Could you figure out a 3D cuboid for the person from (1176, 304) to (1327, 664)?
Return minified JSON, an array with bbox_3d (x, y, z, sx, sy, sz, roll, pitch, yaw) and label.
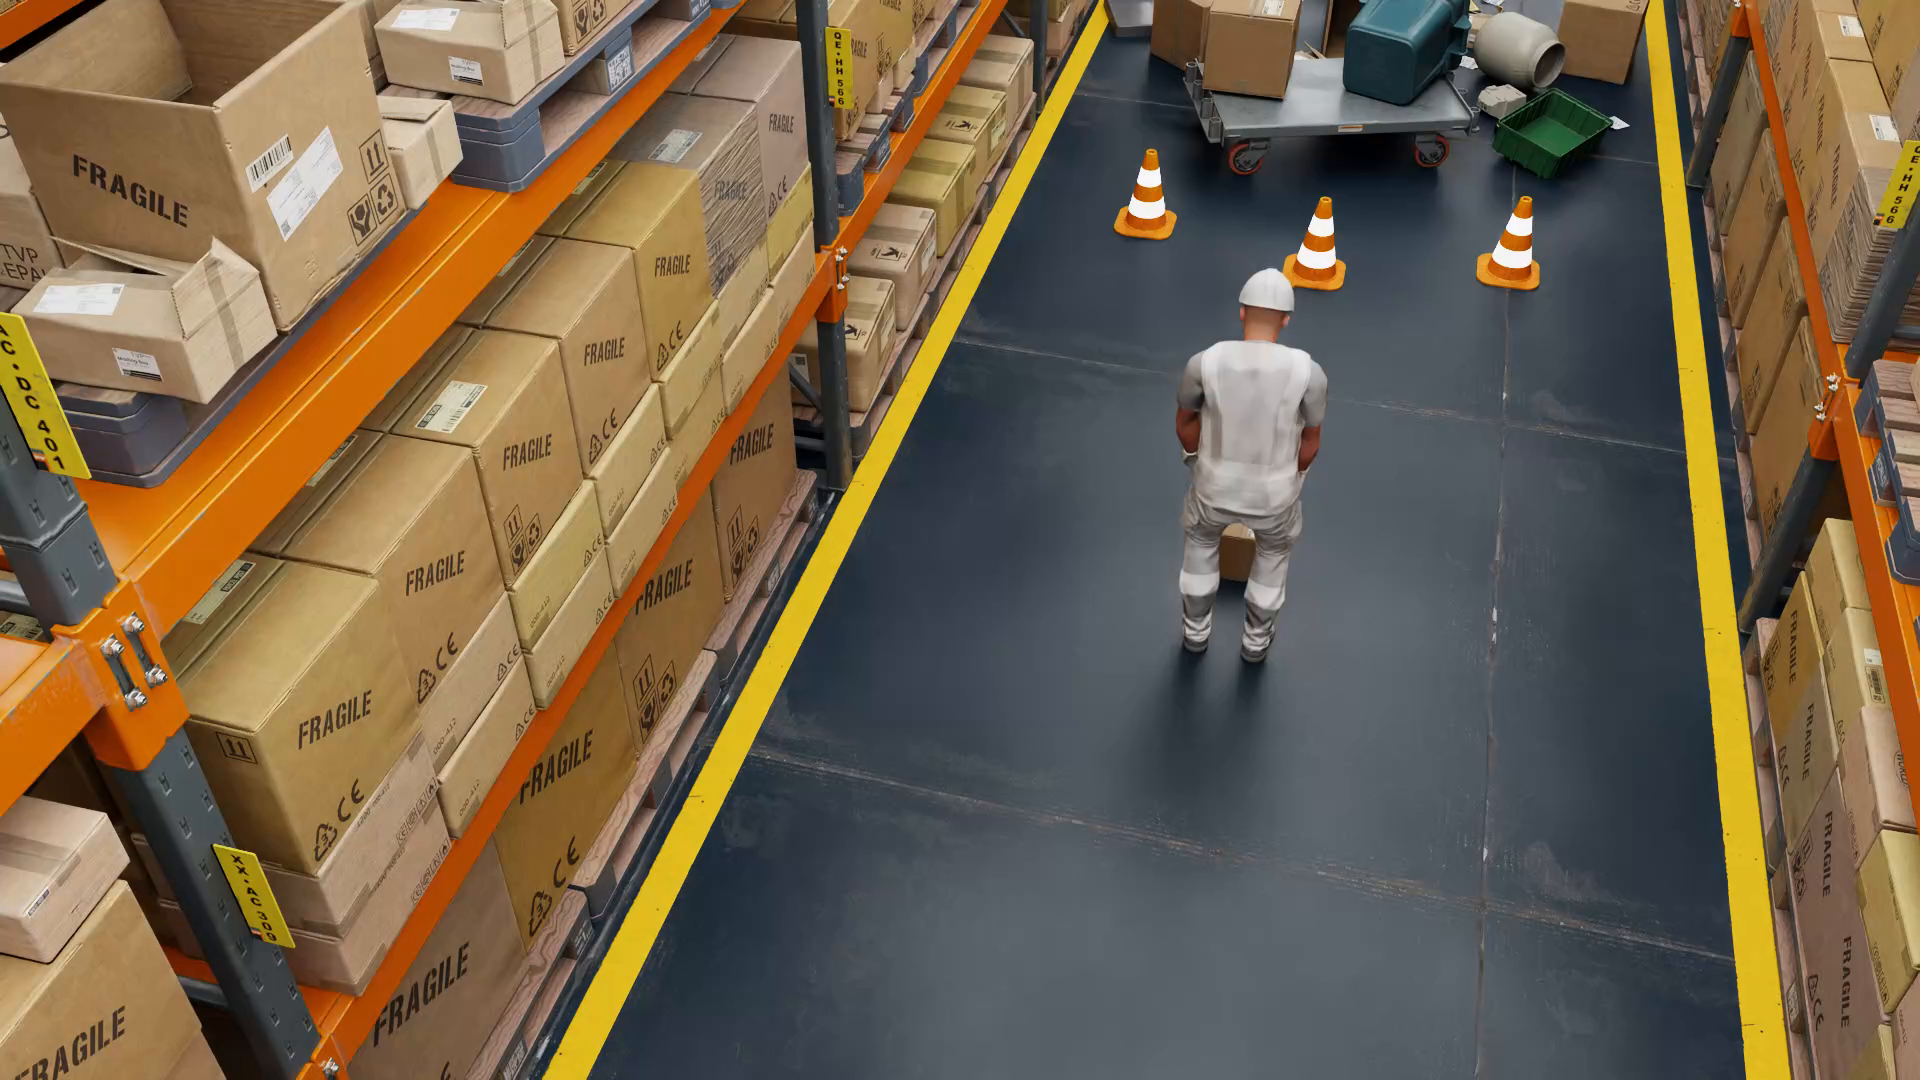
[{"bbox_3d":[15.327,-3.306,10.091,25.168,1.658,17.615,11,42,12],"label":"person"}]
